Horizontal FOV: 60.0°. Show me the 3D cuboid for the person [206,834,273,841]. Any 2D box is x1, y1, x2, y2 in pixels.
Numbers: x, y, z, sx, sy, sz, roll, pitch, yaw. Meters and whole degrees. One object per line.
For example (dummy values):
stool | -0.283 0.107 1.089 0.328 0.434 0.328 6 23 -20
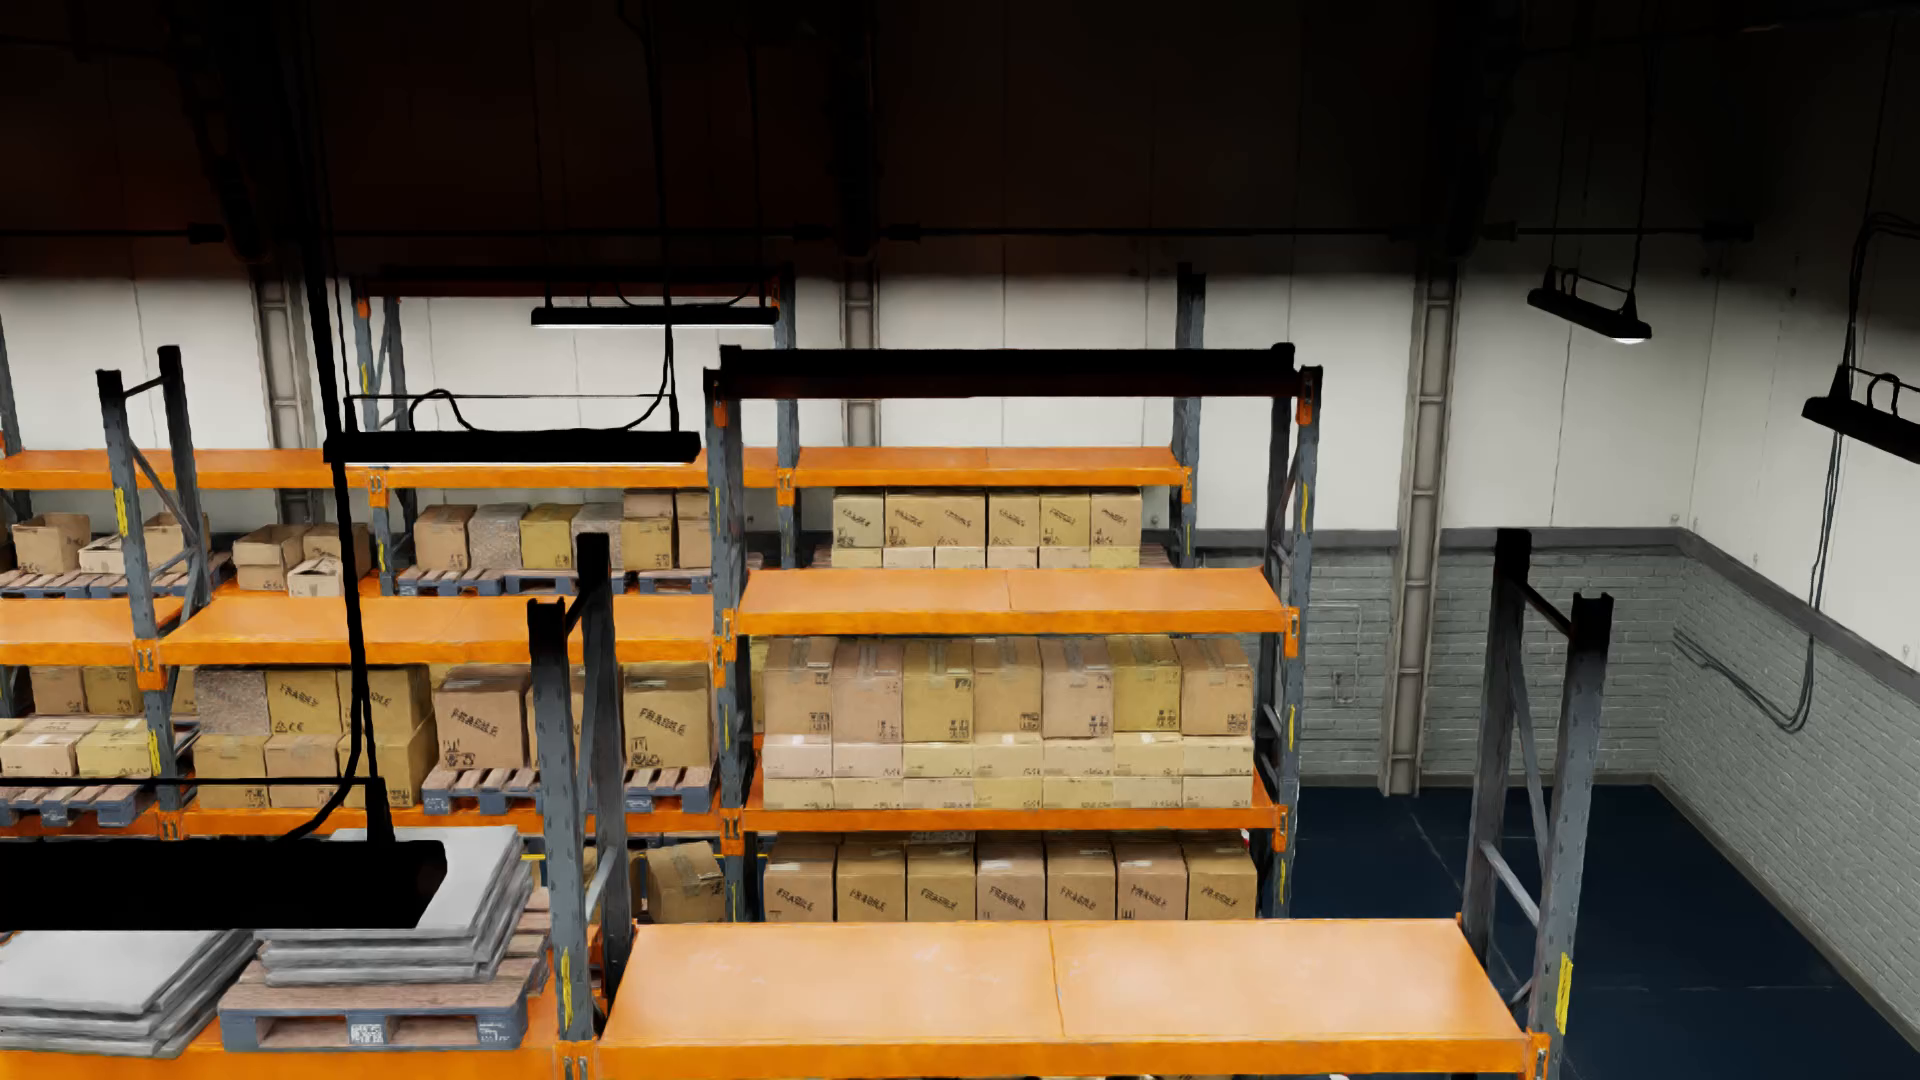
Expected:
person | -6.421 3.024 14.936 0.584 1.662 0.364 -9 18 -29
